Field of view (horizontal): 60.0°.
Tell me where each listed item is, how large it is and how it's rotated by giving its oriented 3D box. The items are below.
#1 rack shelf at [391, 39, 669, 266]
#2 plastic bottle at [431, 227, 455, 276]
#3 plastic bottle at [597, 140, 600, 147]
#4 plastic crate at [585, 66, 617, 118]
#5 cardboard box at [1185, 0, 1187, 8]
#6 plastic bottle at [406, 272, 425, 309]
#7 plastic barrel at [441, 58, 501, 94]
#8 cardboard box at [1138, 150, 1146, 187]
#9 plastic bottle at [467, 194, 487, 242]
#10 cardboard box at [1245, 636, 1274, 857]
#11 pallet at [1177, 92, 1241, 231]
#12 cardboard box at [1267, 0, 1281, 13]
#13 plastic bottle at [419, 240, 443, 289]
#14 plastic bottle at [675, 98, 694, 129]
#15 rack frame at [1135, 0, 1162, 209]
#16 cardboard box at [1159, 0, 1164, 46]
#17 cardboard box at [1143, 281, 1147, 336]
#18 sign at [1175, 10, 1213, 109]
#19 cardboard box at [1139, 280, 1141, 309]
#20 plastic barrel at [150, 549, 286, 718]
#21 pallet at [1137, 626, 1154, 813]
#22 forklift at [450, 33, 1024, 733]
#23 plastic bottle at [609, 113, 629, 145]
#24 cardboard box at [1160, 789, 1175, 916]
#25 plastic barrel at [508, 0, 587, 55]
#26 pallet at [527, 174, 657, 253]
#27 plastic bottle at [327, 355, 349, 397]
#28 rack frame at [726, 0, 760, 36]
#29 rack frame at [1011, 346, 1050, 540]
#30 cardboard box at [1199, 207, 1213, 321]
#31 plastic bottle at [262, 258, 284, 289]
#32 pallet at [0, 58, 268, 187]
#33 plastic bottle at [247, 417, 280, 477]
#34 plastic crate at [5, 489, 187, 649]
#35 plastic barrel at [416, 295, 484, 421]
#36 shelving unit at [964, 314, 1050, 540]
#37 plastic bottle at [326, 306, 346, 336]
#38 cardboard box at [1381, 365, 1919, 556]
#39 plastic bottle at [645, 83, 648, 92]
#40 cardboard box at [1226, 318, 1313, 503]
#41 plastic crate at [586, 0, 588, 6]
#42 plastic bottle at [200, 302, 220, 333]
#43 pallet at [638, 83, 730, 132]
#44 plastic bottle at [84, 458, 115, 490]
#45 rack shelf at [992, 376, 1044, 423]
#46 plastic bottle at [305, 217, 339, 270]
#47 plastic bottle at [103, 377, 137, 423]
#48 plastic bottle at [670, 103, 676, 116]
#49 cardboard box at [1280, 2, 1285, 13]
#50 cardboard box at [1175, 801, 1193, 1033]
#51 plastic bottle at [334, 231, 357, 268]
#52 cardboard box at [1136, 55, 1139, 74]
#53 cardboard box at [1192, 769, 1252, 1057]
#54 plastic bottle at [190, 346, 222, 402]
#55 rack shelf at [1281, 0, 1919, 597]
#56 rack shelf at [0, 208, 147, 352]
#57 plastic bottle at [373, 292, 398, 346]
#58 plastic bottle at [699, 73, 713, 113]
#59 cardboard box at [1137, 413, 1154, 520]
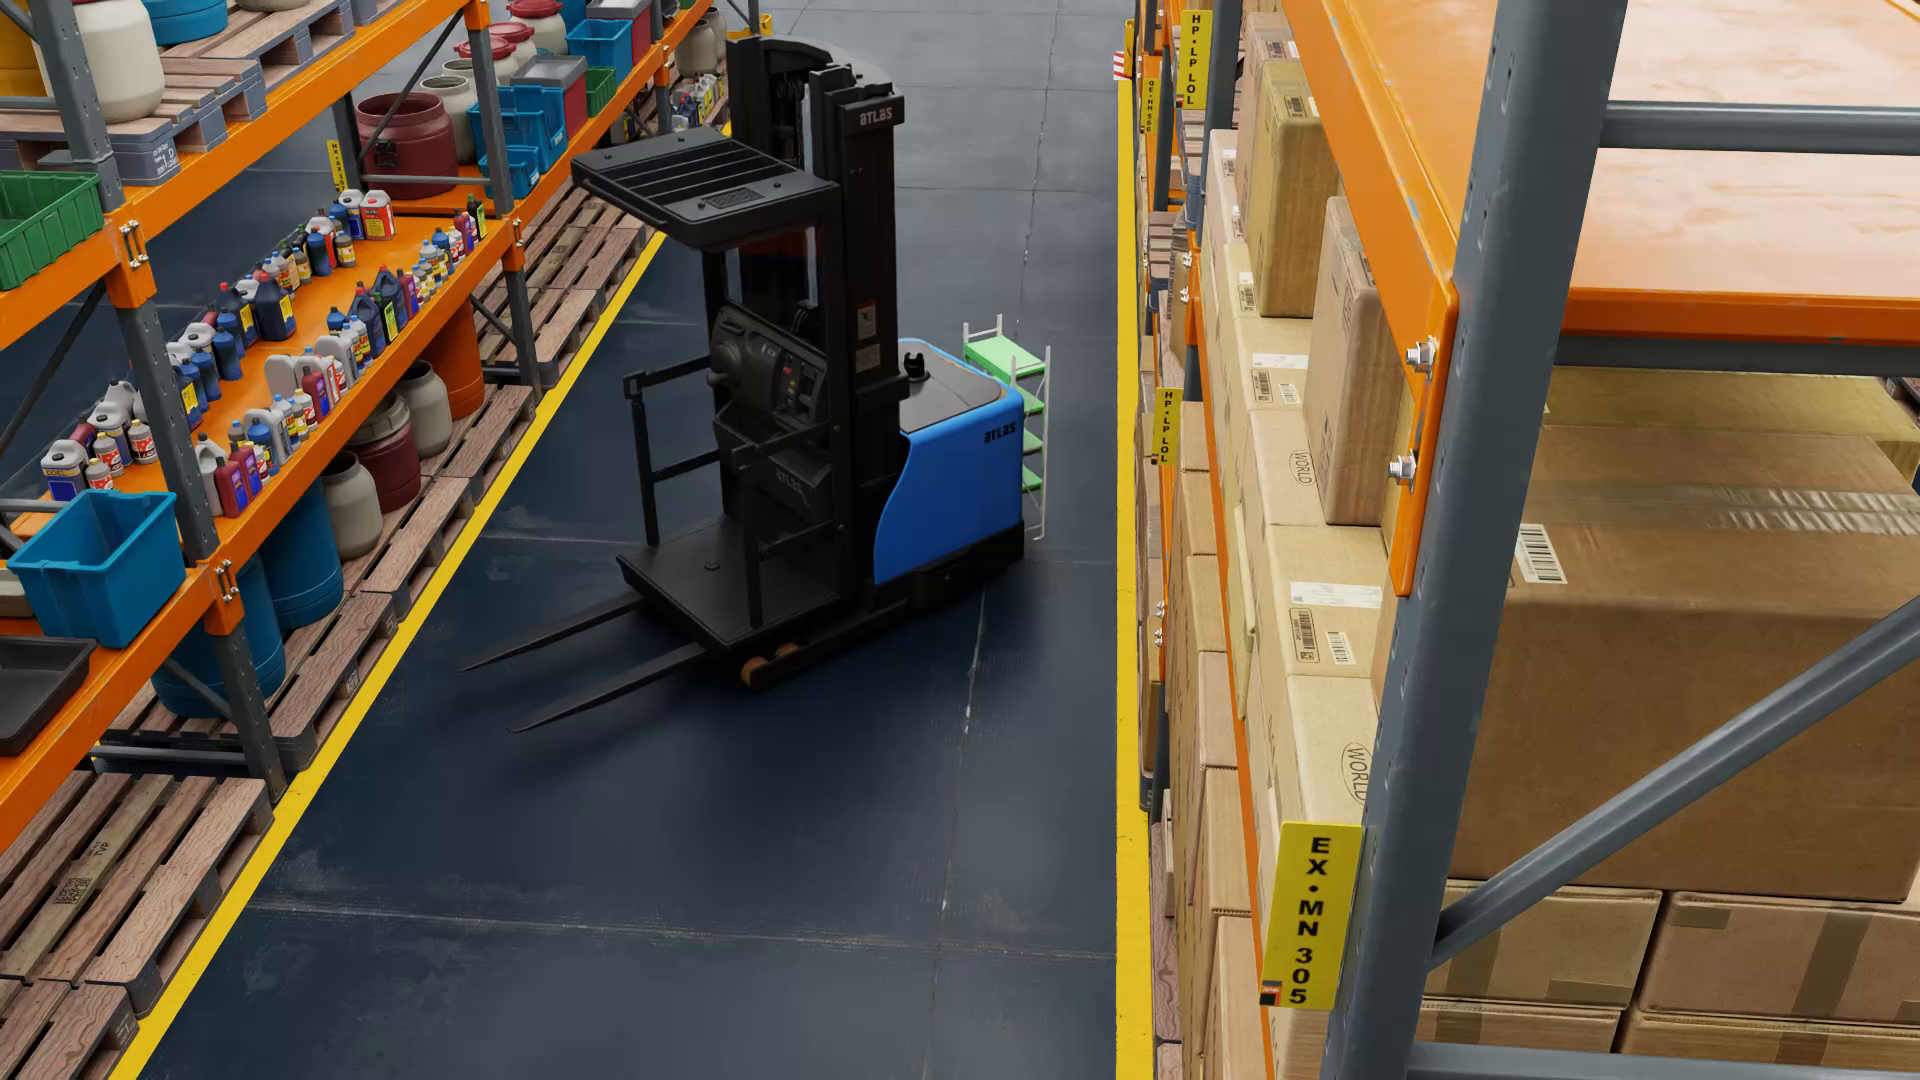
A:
[{"bbox_3d":[-3.117,-2.954,12.151,1.077,0.370,4.000,2,32,4],"label":"rack shelf"},{"bbox_3d":[-2.949,-1.648,9.469,0.097,0.271,0.097,0,32,0],"label":"plastic bottle"},{"bbox_3d":[-3.243,-3.603,14.688,0.061,0.283,0.133,4,32,6],"label":"plastic bottle"},{"bbox_3d":[-2.814,-3.294,12.218,0.450,0.188,0.662,2,32,4],"label":"plastic crate"},{"bbox_3d":[1.655,-3.091,8.733,0.910,0.500,0.500,2,32,4],"label":"cardboard box"},{"bbox_3d":[-2.989,-1.364,9.074,0.097,0.201,0.097,0,32,0],"label":"plastic bottle"},{"bbox_3d":[-3.374,-3.030,11.481,0.421,0.512,0.421,0,32,0],"label":"plastic barrel"},{"bbox_3d":[1.655,-2.873,13.019,0.500,0.311,0.500,2,32,3],"label":"cardboard box"},{"bbox_3d":[-2.887,-1.935,9.923,0.061,0.283,0.133,2,32,4],"label":"plastic bottle"},{"bbox_3d":[0.837,0.428,3.261,0.500,0.250,0.500,2,32,4],"label":"cardboard box"},{"bbox_3d":[1.455,-1.445,6.336,1.213,0.211,1.003,2,32,4],"label":"pallet"},{"bbox_3d":[1.446,-1.711,5.997,0.600,0.600,0.600,0,32,-1],"label":"cardboard box"},{"bbox_3d":[-2.965,-1.547,9.303,0.097,0.271,0.097,0,32,0],"label":"plastic bottle"},{"bbox_3d":[-2.474,-3.770,14.895,0.144,0.351,0.185,3,32,5],"label":"plastic bottle"},{"bbox_3d":[1.983,-4.093,13.313,1.000,3.000,0.127,2,32,4],"label":"rack frame"},{"bbox_3d":[2.013,-4.368,13.663,0.700,0.500,0.500,2,32,3],"label":"cardboard box"},{"bbox_3d":[1.454,-1.533,10.844,0.500,0.311,0.500,3,32,5],"label":"cardboard box"},{"bbox_3d":[0.778,-1.596,5.534,0.100,0.325,0.005,2,32,4],"label":"sign"},{"bbox_3d":[1.539,-1.828,11.857,0.500,0.250,0.500,3,32,5],"label":"cardboard box"},{"bbox_3d":[-3.544,0.307,7.772,0.600,0.901,0.708,2,32,4],"label":"plastic barrel"},{"bbox_3d":[1.360,0.850,7.949,1.003,0.211,1.213,2,32,4],"label":"pallet"},{"bbox_3d":[-1.106,-0.809,8.049,3.031,2.935,1.130,-23,39,-33],"label":"forklift"},{"bbox_3d":[-3.045,-3.709,14.795,0.144,0.351,0.185,2,32,4],"label":"plastic bottle"},{"bbox_3d":[1.082,1.258,6.774,0.500,0.311,0.500,2,32,4],"label":"cardboard box"},{"bbox_3d":[-3.287,-4.331,13.221,0.600,0.901,0.708,2,32,4],"label":"plastic barrel"},{"bbox_3d":[-2.979,-2.707,13.722,1.003,0.211,1.213,2,32,4],"label":"pallet"},{"bbox_3d":[-3.076,-0.808,8.172,0.097,0.201,0.097,0,32,0],"label":"plastic bottle"},{"bbox_3d":[-2.628,-6.398,17.053,1.000,3.000,0.127,2,32,4],"label":"rack frame"},{"bbox_3d":[0.379,-0.496,9.192,0.240,1.200,0.015,-18,36,-26],"label":"rack frame"},{"bbox_3d":[1.045,-0.879,5.382,0.500,0.250,0.500,2,32,4],"label":"cardboard box"},{"bbox_3d":[-3.749,-1.405,9.074,0.097,0.271,0.097,0,32,0],"label":"plastic bottle"},{"bbox_3d":[-3.639,-1.734,6.806,1.213,0.211,1.003,2,32,4],"label":"pallet"},{"bbox_3d":[-3.140,-0.424,7.482,0.097,0.271,0.097,0,32,0],"label":"plastic bottle"},{"bbox_3d":[-3.303,0.117,6.440,0.392,0.384,0.575,2,32,4],"label":"plastic crate"},{"bbox_3d":[-3.302,-1.213,10.308,0.600,0.830,0.708,2,32,4],"label":"plastic barrel"},{"bbox_3d":[0.253,-0.606,9.370,0.258,1.200,0.503,-18,36,-26],"label":"shelving unit"},{"bbox_3d":[-3.185,-1.067,8.525,0.097,0.271,0.097,0,32,0],"label":"plastic bottle"},{"bbox_3d":[1.156,-0.091,2.911,0.700,0.500,0.500,2,32,4],"label":"cardboard box"},{"bbox_3d":[-3.086,-4.489,16.137,0.097,0.271,0.097,0,32,0],"label":"plastic bottle"},{"bbox_3d":[0.913,-0.308,3.979,0.500,0.250,0.500,2,32,4],"label":"cardboard box"},{"bbox_3d":[-3.134,-4.834,14.656,0.499,0.251,0.616,2,32,4],"label":"plastic crate"},{"bbox_3d":[-3.821,-1.063,8.507,0.061,0.283,0.133,2,32,4],"label":"plastic bottle"},{"bbox_3d":[-2.761,-4.108,15.996,1.003,0.211,1.213,2,32,4],"label":"pallet"},{"bbox_3d":[-3.769,-0.263,7.287,0.097,0.201,0.097,0,32,0],"label":"plastic bottle"},{"bbox_3d":[0.253,-0.756,9.278,0.258,0.148,0.480,-18,36,-26],"label":"rack shelf"},{"bbox_3d":[-3.675,-1.708,9.560,0.152,0.276,0.135,2,32,4],"label":"plastic bottle"},{"bbox_3d":[-3.856,-0.597,7.687,0.144,0.351,0.185,2,32,4],"label":"plastic bottle"},{"bbox_3d":[-2.618,-3.777,14.905,0.144,0.351,0.185,2,32,4],"label":"plastic bottle"},{"bbox_3d":[1.330,-1.399,5.034,0.700,0.500,0.500,2,32,4],"label":"cardboard box"},{"bbox_3d":[0.897,1.098,4.794,0.500,0.500,0.500,2,32,3],"label":"cardboard box"},{"bbox_3d":[-3.549,-1.680,9.587,0.097,0.201,0.097,0,32,0],"label":"plastic bottle"},{"bbox_3d":[2.006,-4.660,16.454,0.500,0.250,0.500,2,32,4],"label":"cardboard box"},{"bbox_3d":[0.846,0.934,4.108,0.500,0.500,0.500,3,32,5],"label":"cardboard box"},{"bbox_3d":[-3.688,-0.818,8.121,0.097,0.271,0.097,0,32,0],"label":"plastic bottle"},{"bbox_3d":[1.169,-1.110,3.443,1.077,0.370,4.000,2,32,4],"label":"rack shelf"},{"bbox_3d":[-3.768,-0.048,4.576,1.077,0.370,4.000,2,32,4],"label":"rack shelf"},{"bbox_3d":[-3.006,-1.171,8.683,0.061,0.283,0.133,2,32,4],"label":"plastic bottle"},{"bbox_3d":[-2.409,-4.189,15.574,0.144,0.351,0.185,4,32,6],"label":"plastic bottle"},{"bbox_3d":[1.252,-0.363,9.223,0.500,0.500,0.500,2,32,3],"label":"cardboard box"}]
